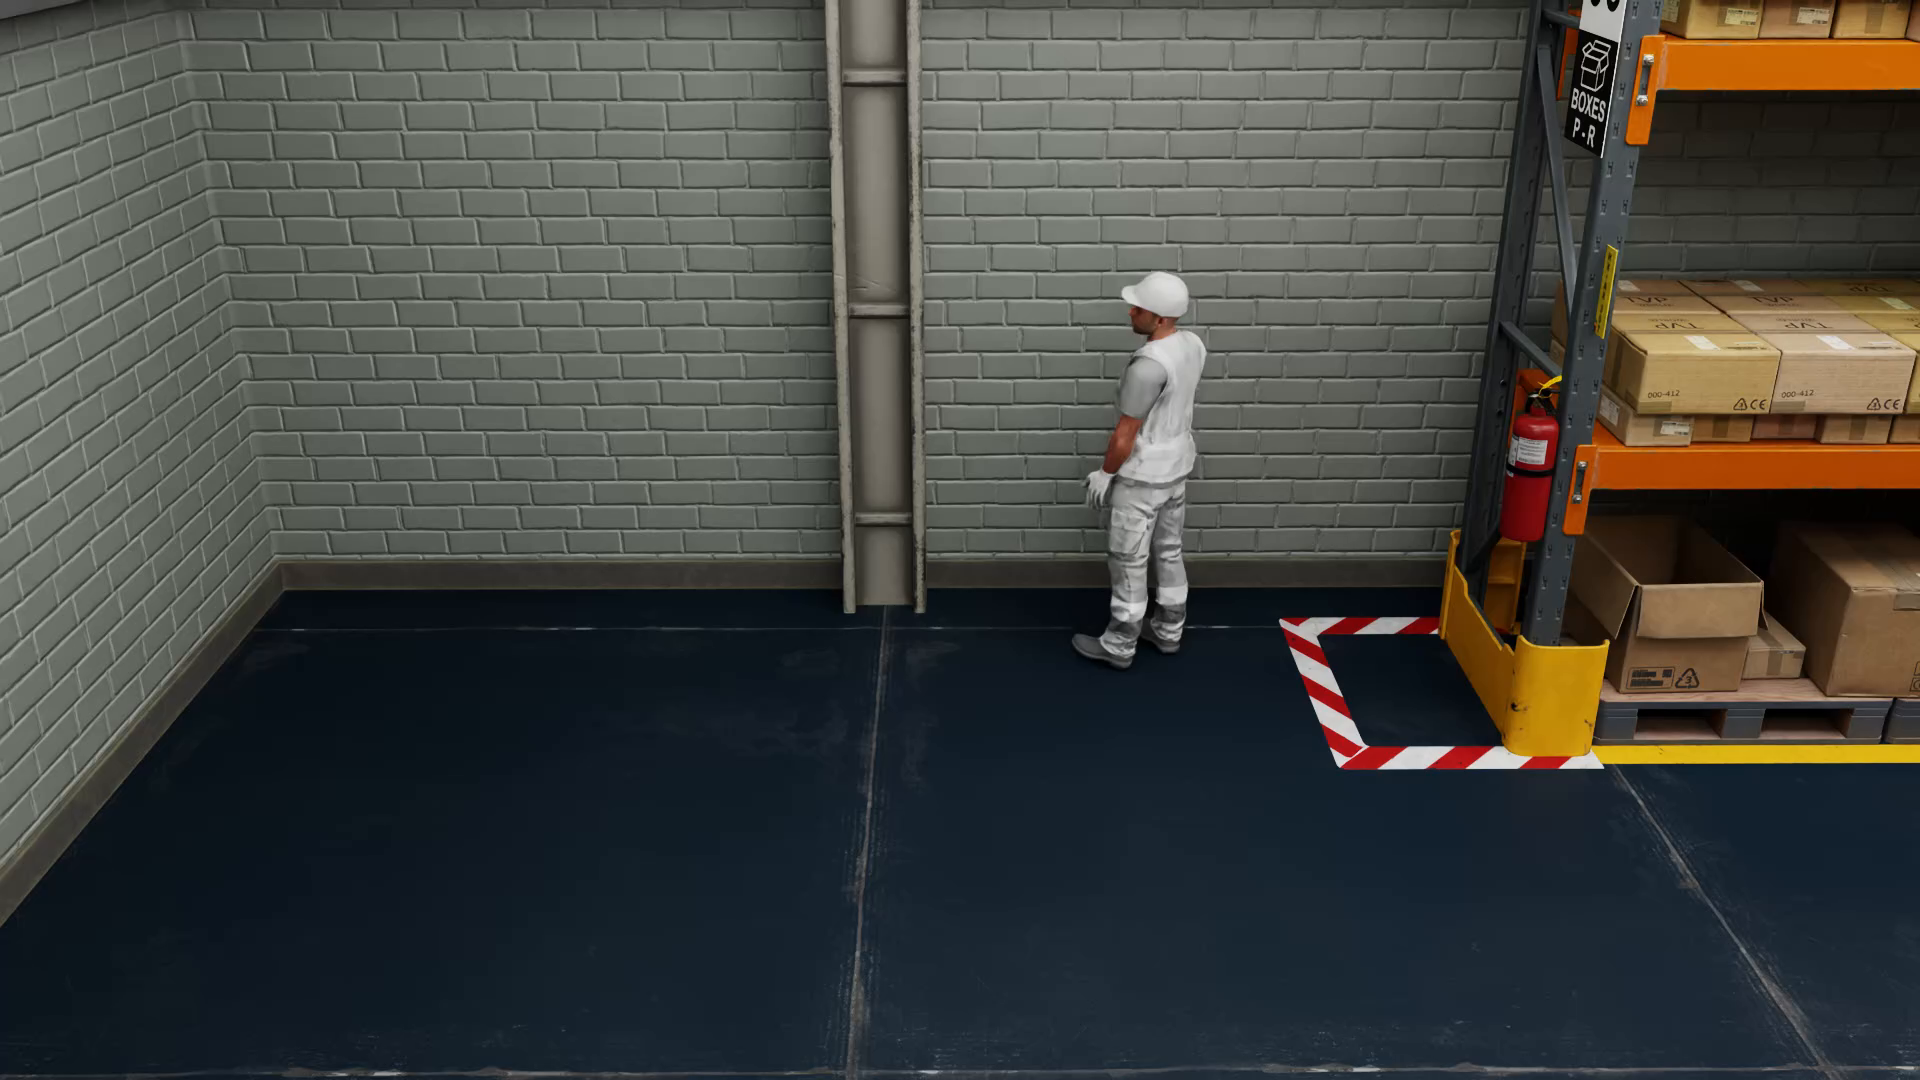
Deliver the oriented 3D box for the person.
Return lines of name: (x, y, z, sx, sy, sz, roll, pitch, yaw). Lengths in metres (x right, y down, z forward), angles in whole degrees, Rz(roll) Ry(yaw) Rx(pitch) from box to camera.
person: (0.776, -0.281, 7.206, 0.470, 1.749, 0.572, 16, 28, 31)
